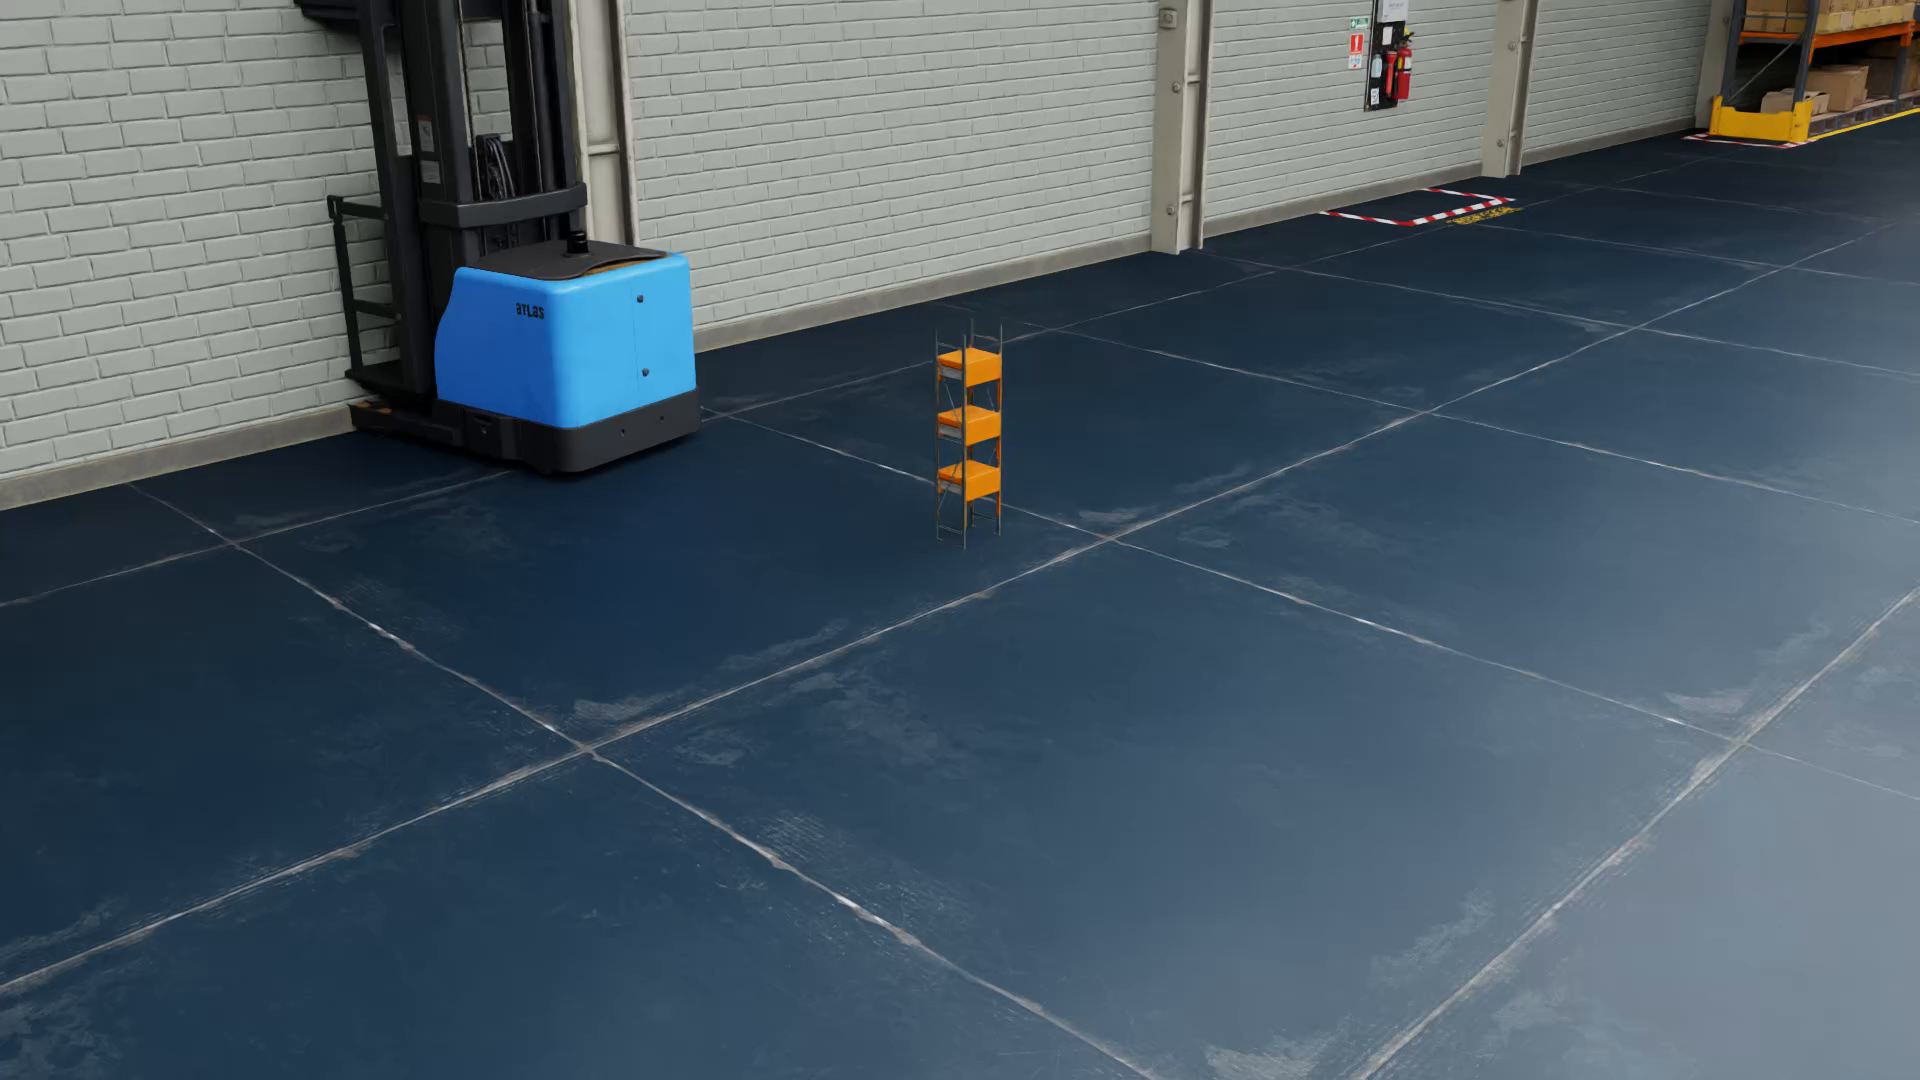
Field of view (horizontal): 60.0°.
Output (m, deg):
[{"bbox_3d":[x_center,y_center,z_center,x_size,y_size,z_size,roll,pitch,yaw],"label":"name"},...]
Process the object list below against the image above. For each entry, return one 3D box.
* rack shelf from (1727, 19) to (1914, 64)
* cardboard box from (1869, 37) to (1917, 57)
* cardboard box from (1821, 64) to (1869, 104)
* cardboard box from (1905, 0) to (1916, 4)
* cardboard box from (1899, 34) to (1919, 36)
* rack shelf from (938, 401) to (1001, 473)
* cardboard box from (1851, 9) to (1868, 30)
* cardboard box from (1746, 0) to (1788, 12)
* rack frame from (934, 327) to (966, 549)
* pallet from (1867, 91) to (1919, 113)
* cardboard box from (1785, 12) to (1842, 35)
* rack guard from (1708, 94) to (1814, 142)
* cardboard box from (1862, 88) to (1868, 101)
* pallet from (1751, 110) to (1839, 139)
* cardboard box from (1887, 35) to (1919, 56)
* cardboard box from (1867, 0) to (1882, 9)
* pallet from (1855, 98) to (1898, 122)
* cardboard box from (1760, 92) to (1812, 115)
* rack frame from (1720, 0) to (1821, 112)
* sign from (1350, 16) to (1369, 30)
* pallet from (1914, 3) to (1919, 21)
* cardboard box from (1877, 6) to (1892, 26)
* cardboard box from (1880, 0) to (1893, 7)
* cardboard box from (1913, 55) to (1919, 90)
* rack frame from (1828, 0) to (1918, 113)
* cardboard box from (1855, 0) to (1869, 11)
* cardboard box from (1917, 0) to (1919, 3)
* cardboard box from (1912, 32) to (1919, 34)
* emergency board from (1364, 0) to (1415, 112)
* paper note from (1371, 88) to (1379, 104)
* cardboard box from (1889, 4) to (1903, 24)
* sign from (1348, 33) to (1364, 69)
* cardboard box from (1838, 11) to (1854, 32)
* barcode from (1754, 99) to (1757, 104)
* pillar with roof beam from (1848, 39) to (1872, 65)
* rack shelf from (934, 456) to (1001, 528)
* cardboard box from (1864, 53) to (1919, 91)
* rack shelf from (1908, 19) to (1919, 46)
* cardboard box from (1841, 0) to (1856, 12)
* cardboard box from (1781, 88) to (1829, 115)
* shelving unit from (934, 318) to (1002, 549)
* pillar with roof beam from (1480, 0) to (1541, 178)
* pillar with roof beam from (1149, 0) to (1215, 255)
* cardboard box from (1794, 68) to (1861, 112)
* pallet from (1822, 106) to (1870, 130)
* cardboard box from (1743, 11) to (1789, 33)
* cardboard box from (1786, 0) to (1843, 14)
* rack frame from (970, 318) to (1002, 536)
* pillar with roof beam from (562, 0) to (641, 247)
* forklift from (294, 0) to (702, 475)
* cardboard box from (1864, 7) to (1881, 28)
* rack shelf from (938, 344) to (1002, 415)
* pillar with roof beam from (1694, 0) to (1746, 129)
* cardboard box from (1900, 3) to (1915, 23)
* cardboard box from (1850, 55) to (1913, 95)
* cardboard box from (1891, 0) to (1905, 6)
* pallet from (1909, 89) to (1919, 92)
[{"bbox_3d":[11.819,-6.860,22.743,1.077,0.370,4.000,19,28,41],"label":"rack shelf"},{"bbox_3d":[14.021,-7.406,24.986,0.500,0.250,0.500,19,28,40],"label":"cardboard box"},{"bbox_3d":[12.519,-6.471,23.601,0.500,0.500,0.500,17,27,37],"label":"cardboard box"},{"bbox_3d":[13.106,-7.800,23.323,0.500,0.500,0.500,19,28,41],"label":"cardboard box"},{"bbox_3d":[14.742,-7.664,25.659,0.500,0.250,0.500,19,28,40],"label":"cardboard box"},{"bbox_3d":[0.037,-0.494,7.926,0.215,0.259,0.240,19,28,41],"label":"rack shelf"},{"bbox_3d":[11.704,-6.933,22.113,0.500,0.250,0.500,19,28,40],"label":"cardboard box"},{"bbox_3d":[10.601,-7.145,21.619,0.500,0.500,0.500,19,28,40],"label":"cardboard box"},{"bbox_3d":[-0.048,-0.472,7.840,0.200,1.050,0.008,19,28,41],"label":"rack frame"},{"bbox_3d":[13.757,-6.608,24.974,1.003,0.211,1.213,19,28,41],"label":"pallet"},{"bbox_3d":[10.992,-6.667,21.419,0.500,0.250,0.500,18,28,39],"label":"cardboard box"},{"bbox_3d":[10.477,-5.534,21.776,1.175,0.500,0.348,19,28,41],"label":"rack guard"},{"bbox_3d":[12.863,-6.447,24.004,0.380,0.166,0.250,15,26,34],"label":"cardboard box"},{"bbox_3d":[11.069,-5.599,22.348,1.003,0.211,1.213,19,28,41],"label":"pallet"},{"bbox_3d":[14.381,-7.540,25.337,0.500,0.250,0.500,18,28,39],"label":"cardboard box"},{"bbox_3d":[12.041,-7.410,22.307,0.500,0.500,0.500,-19,28,-40],"label":"cardboard box"},{"bbox_3d":[12.771,-6.226,23.980,1.003,0.211,1.213,19,28,41],"label":"pallet"},{"bbox_3d":[10.971,-5.787,22.084,0.500,0.311,0.500,15,26,35],"label":"cardboard box"},{"bbox_3d":[10.424,-6.681,21.277,1.000,3.000,0.127,19,28,41],"label":"rack frame"},{"bbox_3d":[3.906,-5.056,16.261,0.001,0.109,0.331,19,28,41],"label":"sign"},{"bbox_3d":[13.852,-7.780,24.402,1.003,0.211,1.213,19,28,41],"label":"pallet"},{"bbox_3d":[12.408,-7.192,22.787,0.500,0.250,0.500,19,28,40],"label":"cardboard box"},{"bbox_3d":[12.403,-7.543,22.656,0.500,0.500,0.500,18,28,39],"label":"cardboard box"},{"bbox_3d":[14.425,-7.208,25.517,0.700,0.500,0.500,20,28,41],"label":"cardboard box"},{"bbox_3d":[13.214,-7.710,23.952,1.000,3.000,0.127,19,28,41],"label":"rack frame"},{"bbox_3d":[11.689,-7.274,21.954,0.500,0.500,0.500,18,27,39],"label":"cardboard box"},{"bbox_3d":[13.594,-8.084,24.173,0.700,0.500,0.500,19,28,41],"label":"cardboard box"},{"bbox_3d":[15.097,-7.797,26.006,0.500,0.250,0.500,-20,28,-41],"label":"cardboard box"},{"bbox_3d":[4.356,-4.910,16.667,0.194,1.169,0.643,19,28,41],"label":"emergency board"},{"bbox_3d":[4.183,-4.470,16.752,0.016,0.148,0.142,19,28,41],"label":"paper note"},{"bbox_3d":[12.748,-7.325,23.133,0.500,0.250,0.500,19,28,41],"label":"cardboard box"},{"bbox_3d":[3.896,-4.810,16.358,0.001,0.329,0.234,19,28,41],"label":"sign"},{"bbox_3d":[11.344,-6.804,21.776,0.500,0.250,0.500,18,28,39],"label":"cardboard box"},{"bbox_3d":[10.697,-5.896,22.355,0.001,0.075,0.075,19,28,41],"label":"barcode"},{"bbox_3d":[17.563,-10.343,22.441,9.100,9.000,0.400,19,28,41],"label":"pillar with roof beam"},{"bbox_3d":[0.037,-0.234,8.026,0.215,0.259,0.240,19,28,41],"label":"rack shelf"},{"bbox_3d":[14.041,-7.087,25.203,0.700,0.500,0.500,19,28,40],"label":"cardboard box"},{"bbox_3d":[14.610,-7.888,25.418,1.077,0.370,4.000,19,28,41],"label":"rack shelf"},{"bbox_3d":[11.324,-7.143,21.613,0.500,0.500,0.500,19,28,41],"label":"cardboard box"},{"bbox_3d":[11.369,-5.933,22.465,0.500,0.311,0.500,-17,27,-38],"label":"cardboard box"},{"bbox_3d":[0.037,-0.504,7.922,0.215,1.050,0.252,19,28,41],"label":"shelving unit"},{"bbox_3d":[9.191,-7.258,14.416,9.100,9.000,0.400,19,28,41],"label":"pillar with roof beam"},{"bbox_3d":[5.006,-5.716,10.403,9.100,9.000,0.400,19,28,41],"label":"pillar with roof beam"},{"bbox_3d":[11.916,-6.198,22.890,0.700,0.500,0.500,17,27,37],"label":"cardboard box"},{"bbox_3d":[11.920,-5.911,23.160,1.003,0.211,1.213,19,28,41],"label":"pallet"},{"bbox_3d":[10.611,-6.789,21.739,0.500,0.250,0.500,-20,28,-41],"label":"cardboard box"},{"bbox_3d":[10.972,-7.018,21.289,0.500,0.500,0.500,19,28,41],"label":"cardboard box"},{"bbox_3d":[0.122,-0.535,8.004,0.200,1.050,0.008,19,28,41],"label":"rack frame"},{"bbox_3d":[0.820,-4.174,6.390,9.100,9.000,0.400,19,28,41],"label":"pillar with roof beam"},{"bbox_3d":[-2.988,-2.108,9.474,3.031,2.935,1.130,14,25,32],"label":"forklift"},{"bbox_3d":[12.058,-7.062,22.449,0.500,0.250,0.500,20,28,41],"label":"cardboard box"},{"bbox_3d":[0.037,-0.759,7.824,0.215,0.259,0.240,19,28,41],"label":"rack shelf"},{"bbox_3d":[13.377,-8.801,18.428,9.100,9.000,0.400,19,28,41],"label":"pillar with roof beam"},{"bbox_3d":[13.101,-7.451,23.461,0.500,0.250,0.500,19,28,41],"label":"cardboard box"},{"bbox_3d":[13.716,-6.941,24.824,0.500,0.500,0.700,-19,28,-40],"label":"cardboard box"},{"bbox_3d":[12.762,-7.670,22.985,0.500,0.500,0.500,19,28,40],"label":"cardboard box"},{"bbox_3d":[14.608,-6.924,25.793,1.003,0.211,1.213,19,28,41],"label":"pallet"}]
